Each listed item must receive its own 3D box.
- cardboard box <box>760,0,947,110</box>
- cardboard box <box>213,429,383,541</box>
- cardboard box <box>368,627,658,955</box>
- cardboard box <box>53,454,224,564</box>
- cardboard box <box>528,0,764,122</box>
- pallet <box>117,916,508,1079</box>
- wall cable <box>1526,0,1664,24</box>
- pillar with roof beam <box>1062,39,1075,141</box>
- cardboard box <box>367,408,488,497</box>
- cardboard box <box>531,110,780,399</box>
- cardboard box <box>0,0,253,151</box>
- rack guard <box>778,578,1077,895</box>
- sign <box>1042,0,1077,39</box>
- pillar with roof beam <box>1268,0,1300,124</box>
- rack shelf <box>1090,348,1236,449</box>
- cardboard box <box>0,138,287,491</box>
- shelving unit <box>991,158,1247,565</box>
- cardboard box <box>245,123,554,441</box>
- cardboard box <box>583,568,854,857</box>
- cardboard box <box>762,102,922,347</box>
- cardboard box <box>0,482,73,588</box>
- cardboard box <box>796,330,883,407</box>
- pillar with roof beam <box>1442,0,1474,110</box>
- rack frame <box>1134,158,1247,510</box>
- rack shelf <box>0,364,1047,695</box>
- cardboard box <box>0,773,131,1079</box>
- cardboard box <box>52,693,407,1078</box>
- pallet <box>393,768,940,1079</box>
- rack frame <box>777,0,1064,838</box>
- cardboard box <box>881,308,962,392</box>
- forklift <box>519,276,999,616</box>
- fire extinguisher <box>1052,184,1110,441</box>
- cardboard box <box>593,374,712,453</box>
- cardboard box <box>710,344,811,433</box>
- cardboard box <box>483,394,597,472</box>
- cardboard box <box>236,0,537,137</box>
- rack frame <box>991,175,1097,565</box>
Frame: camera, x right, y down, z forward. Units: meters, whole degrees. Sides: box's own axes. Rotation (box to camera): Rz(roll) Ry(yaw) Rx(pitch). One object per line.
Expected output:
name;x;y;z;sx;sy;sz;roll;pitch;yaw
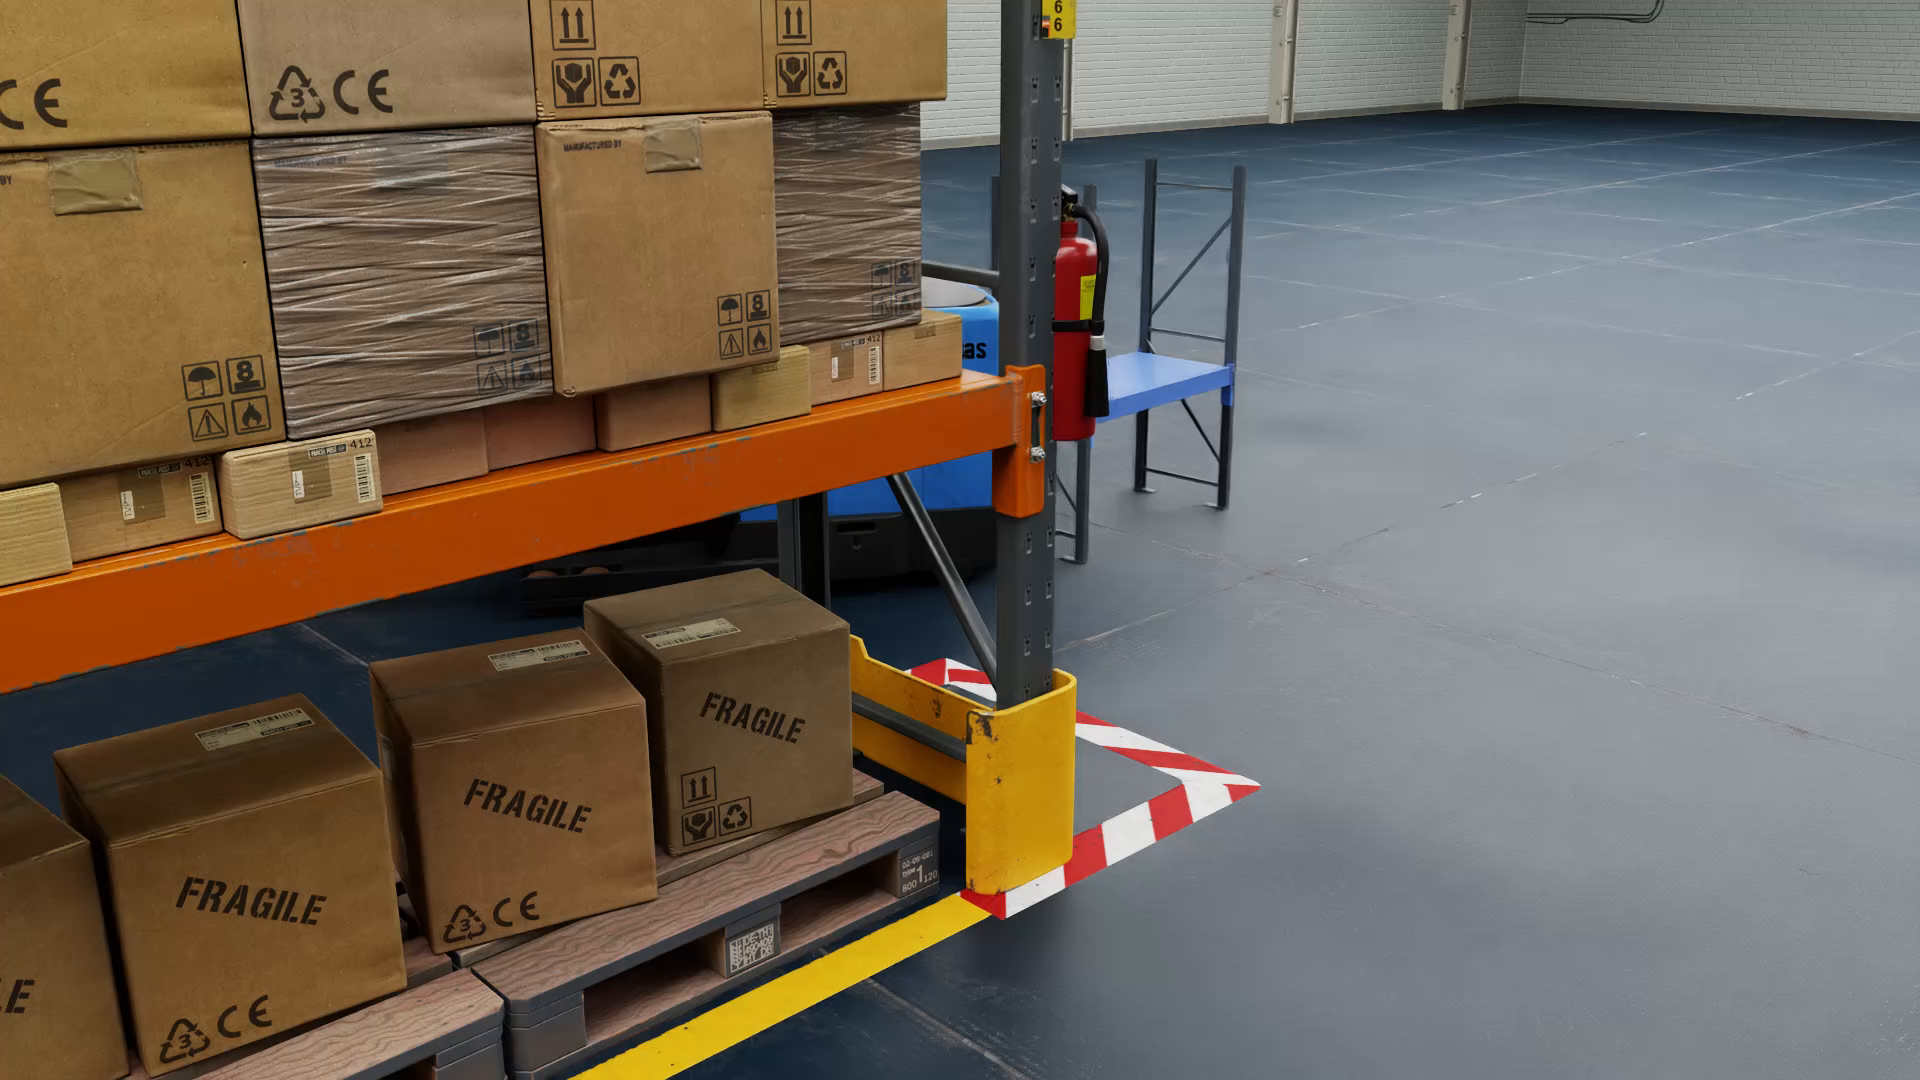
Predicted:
cardboard box;-0.376;-1.195;3.542;0.500;0.500;0.500;-16;24;-41
cardboard box;-1.229;-0.135;2.945;0.250;0.149;0.380;-16;24;-41
cardboard box;-1.022;0.550;3.798;0.500;0.500;0.500;-9;20;-27
cardboard box;-1.459;-0.098;2.829;0.250;0.149;0.380;-16;24;-41
cardboard box;-0.735;-1.088;3.211;0.500;0.500;0.500;-16;24;-41
pallet;-1.702;1.062;3.368;1.213;0.211;1.003;-16;24;-41
wall cable;13.355;-12.151;34.905;0.112;2.526;3.097;-16;24;-41
pillar with roof beam;4.544;-9.792;22.597;0.400;9.000;9.100;-16;24;-41
cardboard box;-1.108;-0.208;3.169;0.250;0.149;0.380;-16;24;-41
cardboard box;-0.846;-0.648;3.476;0.500;0.500;0.875;-16;24;-41
cardboard box;-1.469;-0.878;2.565;0.500;0.500;0.500;-16;24;-41
rack guard;-0.201;0.503;4.624;0.348;0.500;1.175;-16;24;-41
sign;0.221;-1.275;3.664;0.005;0.325;0.100;-16;24;-41
pillar with roof beam;8.903;-11.064;26.518;0.400;9.000;9.100;-16;24;-41
rack shelf;0.662;-0.614;7.029;0.538;0.185;1.000;16;24;40
cardboard box;-1.610;-0.449;2.861;0.500;0.500;0.875;-16;24;-41
shelving unit;0.662;-0.785;6.974;0.538;1.500;1.048;16;24;40
cardboard box;-1.239;-0.552;3.179;0.500;0.500;0.875;-16;24;-41
cardboard box;-0.611;0.415;4.212;0.500;0.500;0.500;-11;21;-31
cardboard box;-0.565;-0.781;3.886;0.500;0.500;0.875;-16;24;-41
cardboard box;-1.609;-0.034;2.634;0.250;0.149;0.380;-16;24;-41
cardboard box;-0.394;-0.423;3.835;0.250;0.149;0.380;-16;24;-41
pillar with roof beam;13.263;-12.335;30.440;0.400;9.000;9.100;-16;24;-41
rack frame;1.003;-0.901;7.332;0.500;1.500;0.032;16;24;40
rack shelf;-1.599;0.064;3.092;4.000;0.370;1.077;-16;24;-41
cardboard box;-1.926;0.786;3.068;0.500;0.500;0.500;15;23;39
cardboard box;-1.490;0.678;3.402;0.500;0.500;0.500;-14;22;-36
pallet;-0.816;0.804;4.162;1.213;0.211;1.003;-16;24;-41
rack frame;-0.146;-0.702;4.288;0.127;3.000;1.000;-16;24;-41
cardboard box;-0.211;-0.476;3.998;0.250;0.149;0.380;-16;24;-41
forklift;-1.366;-1.291;6.215;3.031;2.935;1.130;-4;18;-11
fire extinguisher;0.254;-0.587;4.056;0.183;0.674;0.296;-16;24;-41
cardboard box;-0.732;-0.309;3.483;0.250;0.149;0.380;-16;24;-41
cardboard box;-0.540;-0.359;3.636;0.250;0.149;0.380;-16;24;-41
cardboard box;-0.942;-0.266;3.348;0.250;0.149;0.380;-16;24;-41
cardboard box;-1.100;-0.983;2.886;0.500;0.500;0.500;-16;24;-41
rack frame;0.320;-0.669;6.615;0.500;1.500;0.032;16;24;40
